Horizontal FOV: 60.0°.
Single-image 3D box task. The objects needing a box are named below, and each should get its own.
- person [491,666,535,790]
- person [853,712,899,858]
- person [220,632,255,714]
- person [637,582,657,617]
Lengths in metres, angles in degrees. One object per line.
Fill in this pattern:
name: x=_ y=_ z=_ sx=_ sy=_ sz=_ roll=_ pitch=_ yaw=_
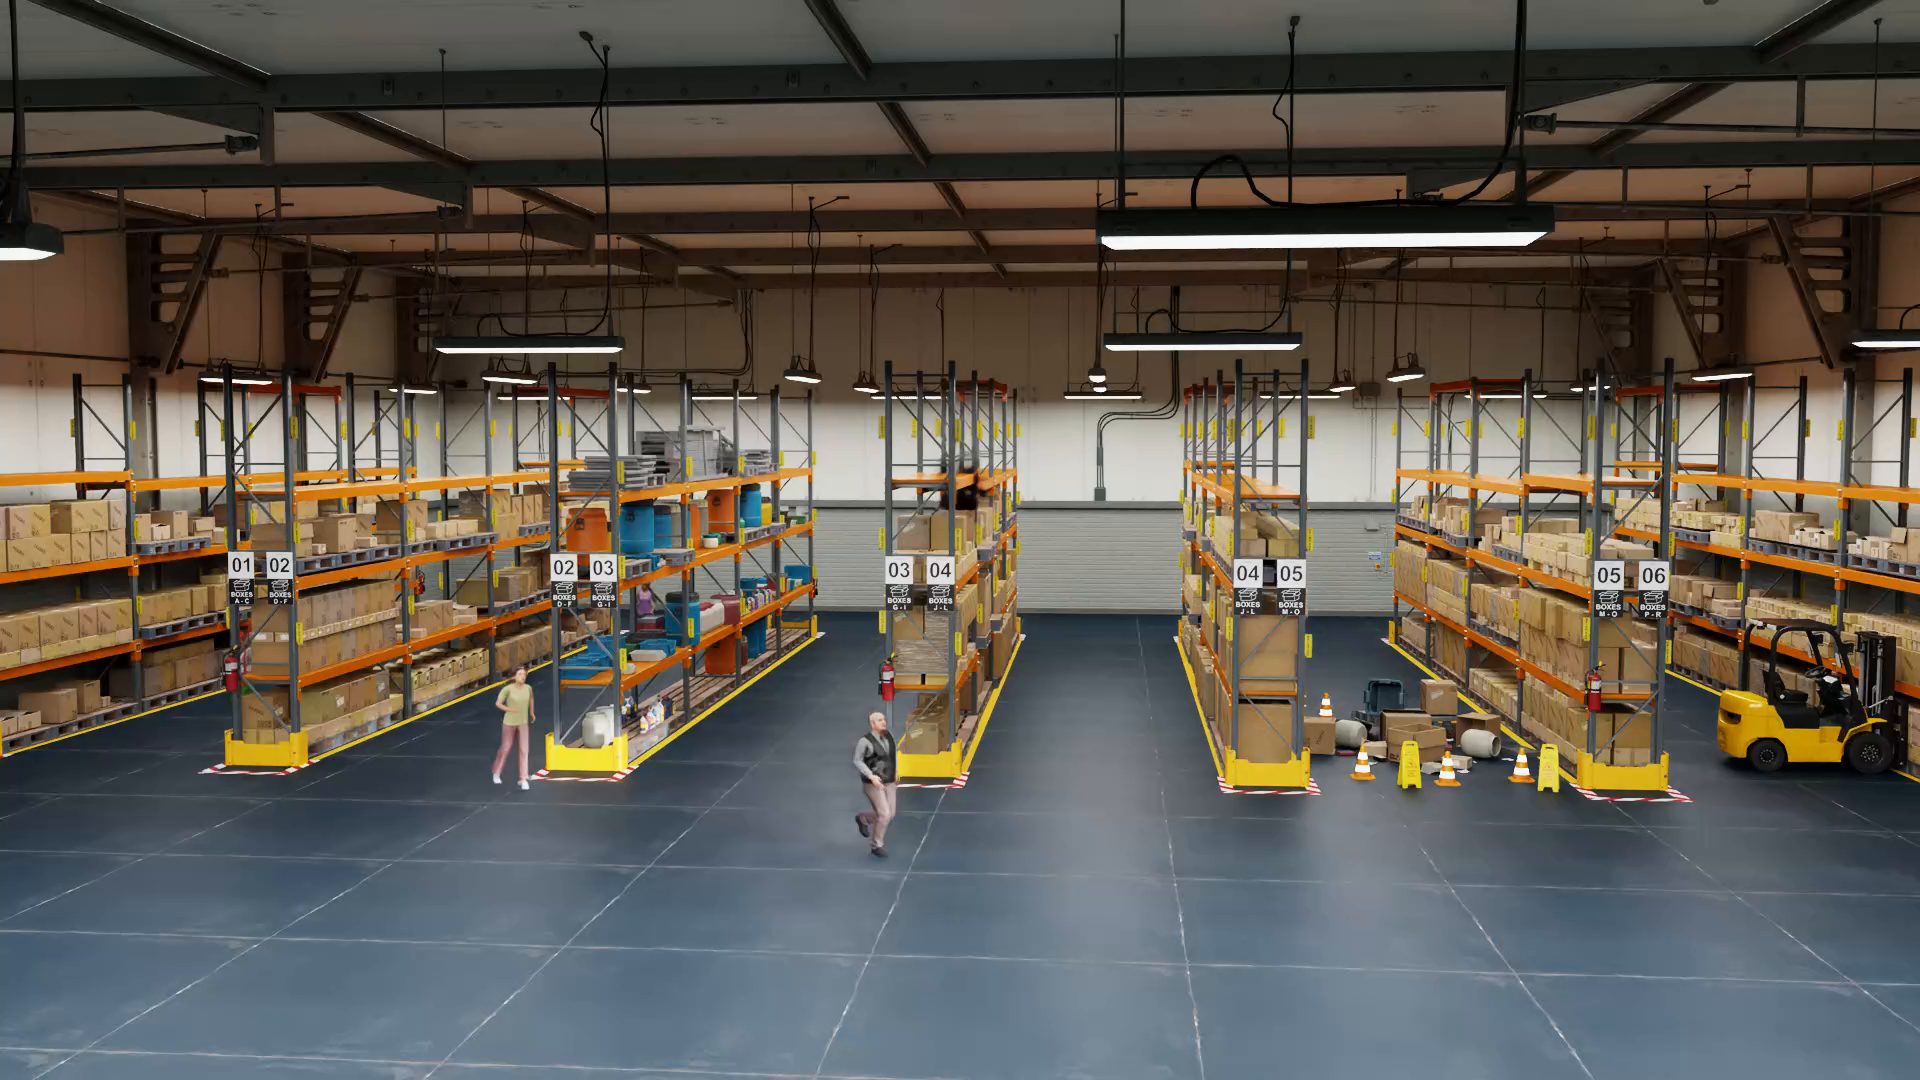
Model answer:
person: x=-6.199 y=2.602 z=23.330 sx=0.605 sy=1.671 sz=0.886 roll=-3 pitch=5 yaw=-35
person: x=-1.026 y=2.871 z=19.711 sx=0.651 sy=1.703 sz=0.668 roll=3 pitch=5 yaw=43
person: x=-11.719 y=2.354 z=27.074 sx=0.661 sy=1.745 sz=0.548 roll=0 pitch=4 yaw=6
person: x=-7.264 y=1.710 z=38.358 sx=0.549 sy=1.568 sz=0.552 roll=0 pitch=4 yaw=-4
